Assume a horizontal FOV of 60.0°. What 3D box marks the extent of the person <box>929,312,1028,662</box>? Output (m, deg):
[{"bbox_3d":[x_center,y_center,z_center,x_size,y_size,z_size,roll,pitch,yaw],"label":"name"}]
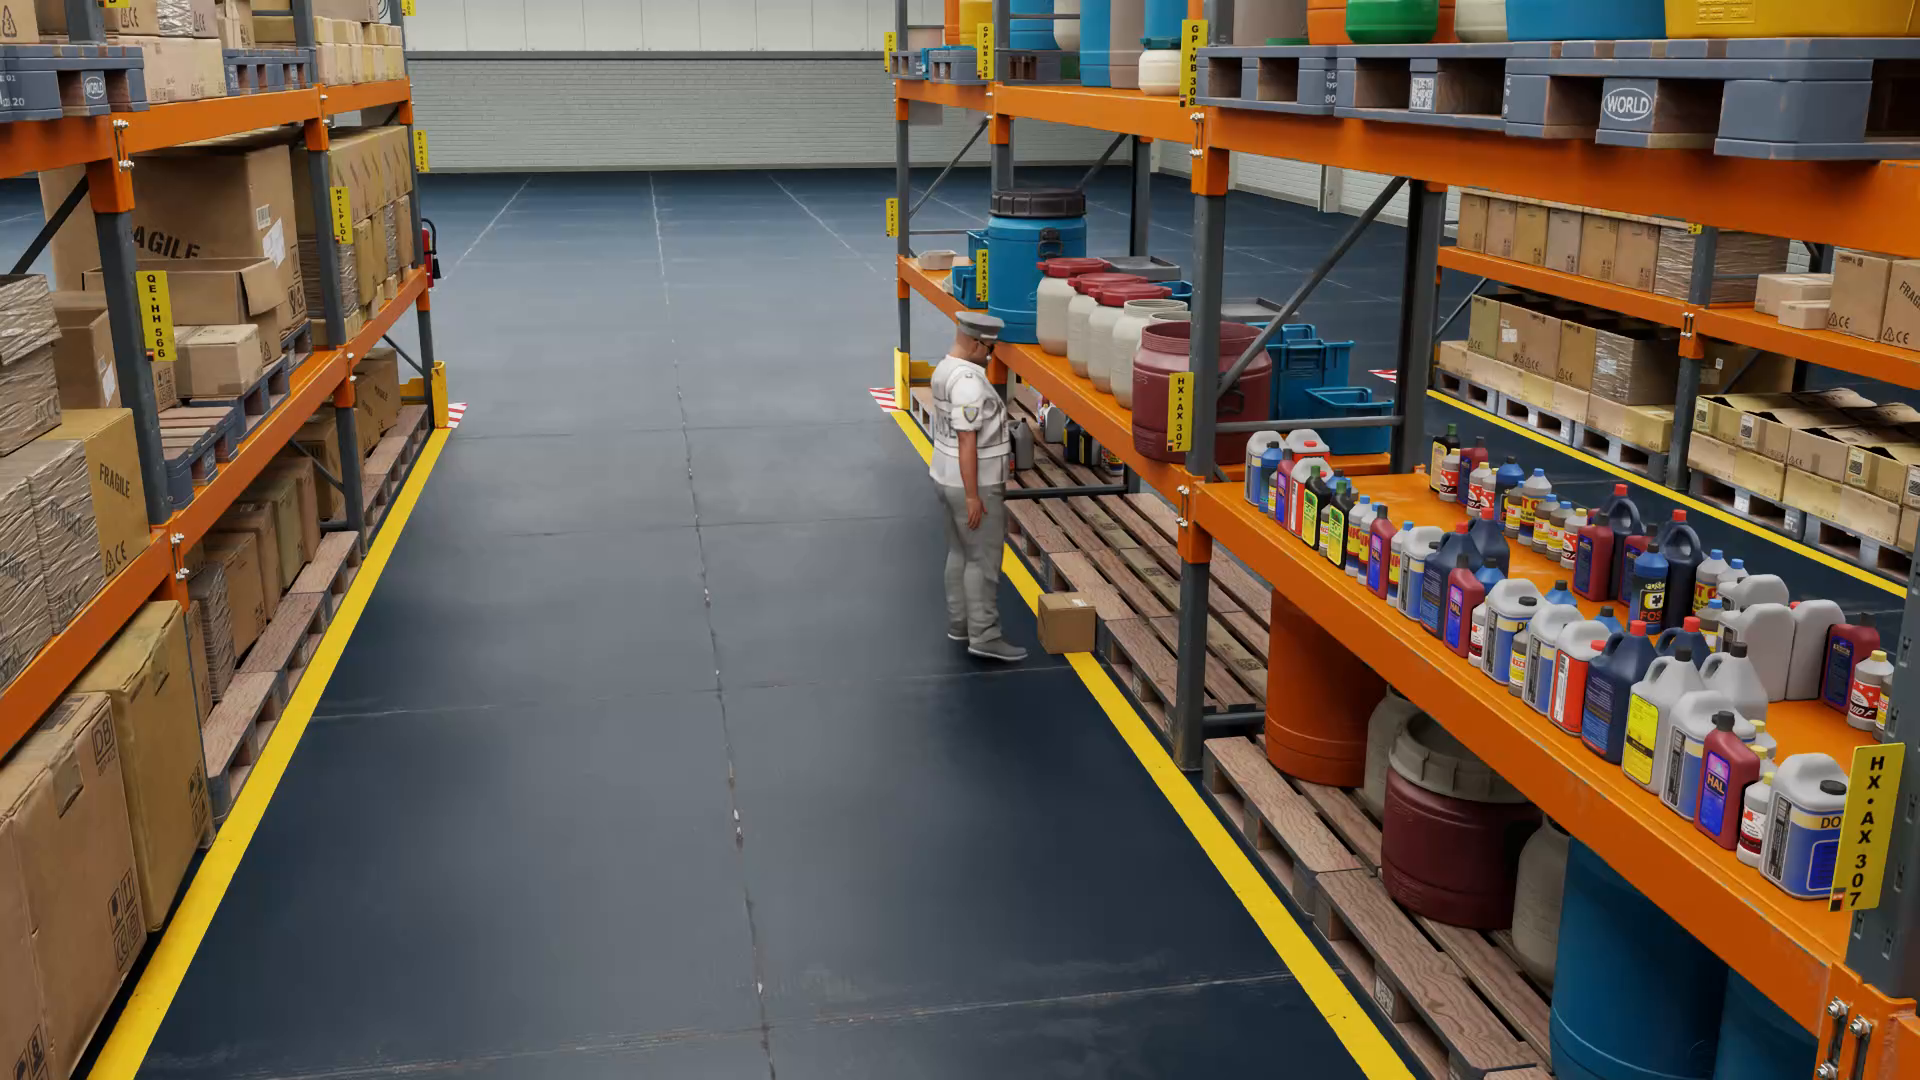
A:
[{"bbox_3d":[0.083,-0.271,8.442,0.453,1.775,0.618,-5,17,-17],"label":"person"}]
